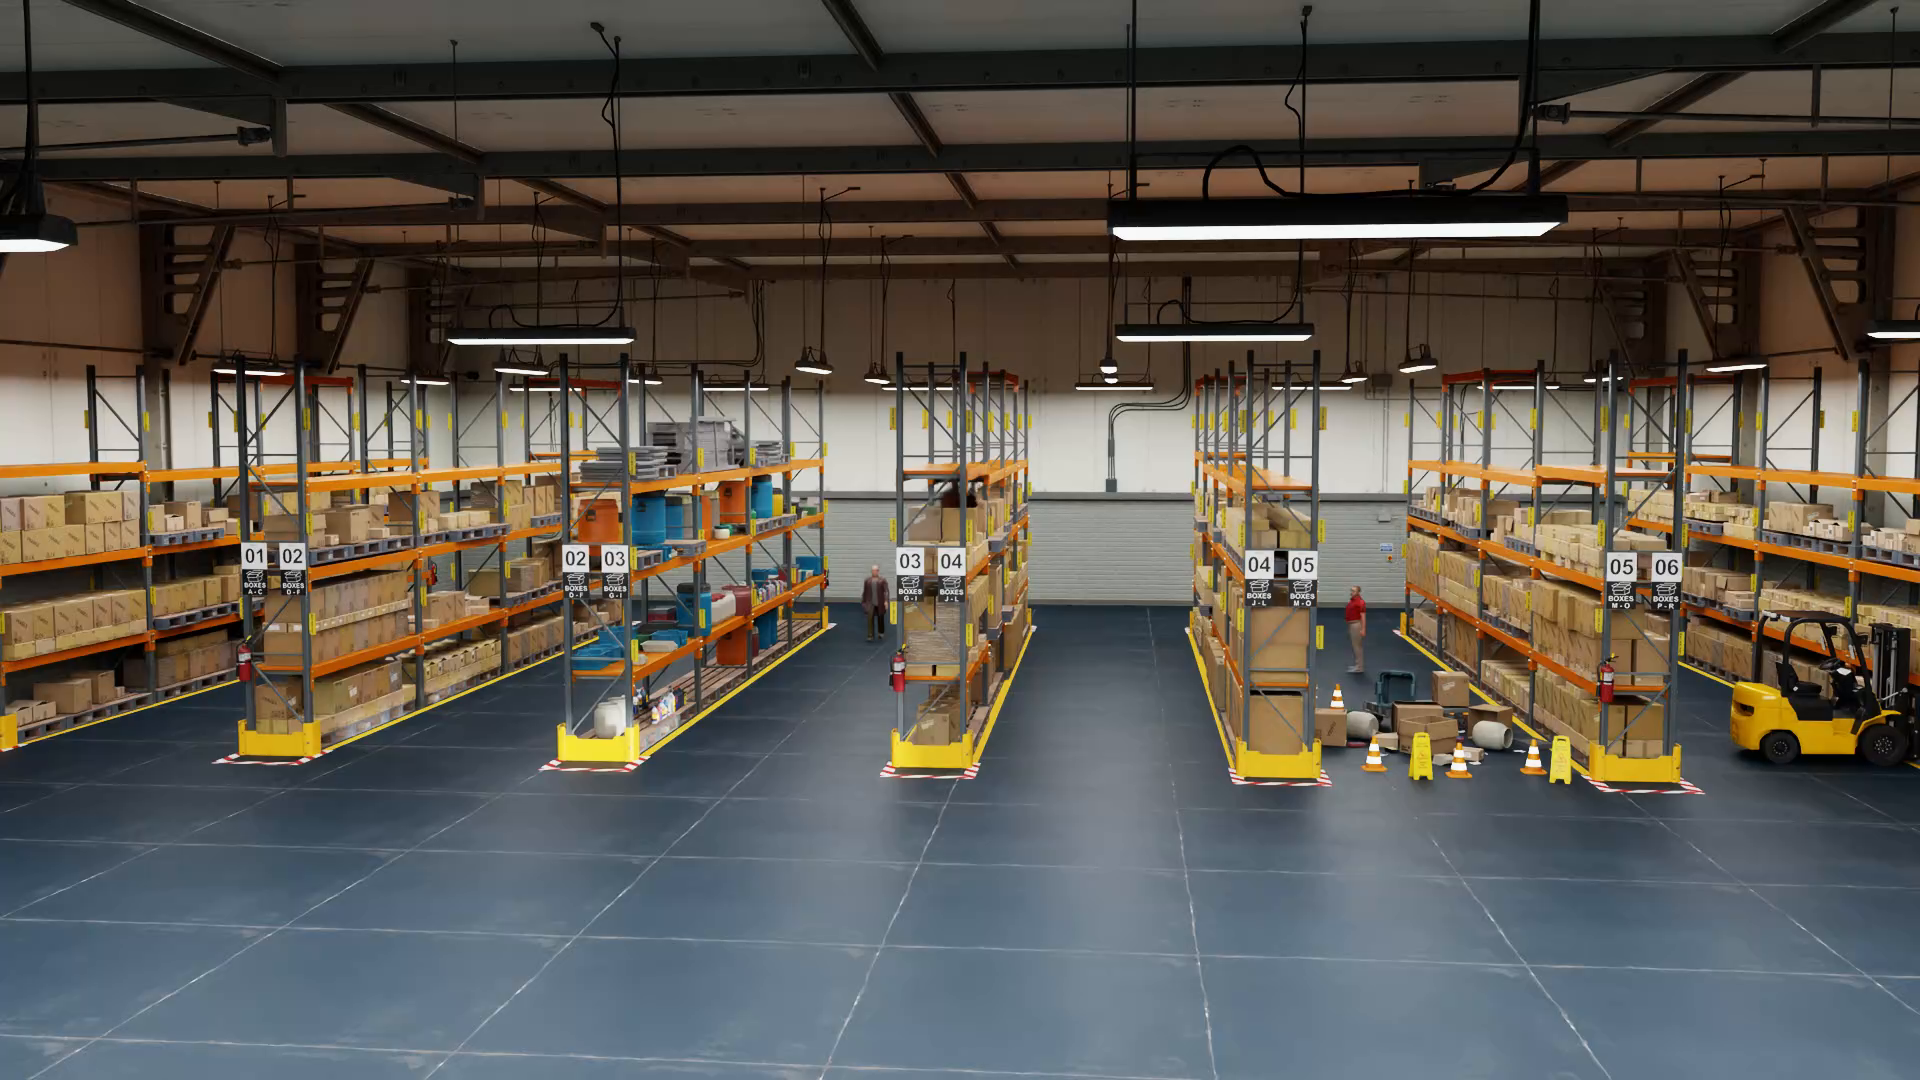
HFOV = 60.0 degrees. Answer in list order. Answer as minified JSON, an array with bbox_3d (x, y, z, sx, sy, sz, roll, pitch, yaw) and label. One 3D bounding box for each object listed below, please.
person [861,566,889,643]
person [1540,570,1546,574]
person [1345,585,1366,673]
[{"bbox_3d":[-1.937,1.449,37.825,0.670,1.728,1.162,0,4,2],"label":"person"},{"bbox_3d":[13.962,1.262,40.329,0.945,1.745,0.609,0,4,0],"label":"person"},{"bbox_3d":[7.905,1.774,33.295,0.389,1.730,0.601,0,4,6],"label":"person"}]
